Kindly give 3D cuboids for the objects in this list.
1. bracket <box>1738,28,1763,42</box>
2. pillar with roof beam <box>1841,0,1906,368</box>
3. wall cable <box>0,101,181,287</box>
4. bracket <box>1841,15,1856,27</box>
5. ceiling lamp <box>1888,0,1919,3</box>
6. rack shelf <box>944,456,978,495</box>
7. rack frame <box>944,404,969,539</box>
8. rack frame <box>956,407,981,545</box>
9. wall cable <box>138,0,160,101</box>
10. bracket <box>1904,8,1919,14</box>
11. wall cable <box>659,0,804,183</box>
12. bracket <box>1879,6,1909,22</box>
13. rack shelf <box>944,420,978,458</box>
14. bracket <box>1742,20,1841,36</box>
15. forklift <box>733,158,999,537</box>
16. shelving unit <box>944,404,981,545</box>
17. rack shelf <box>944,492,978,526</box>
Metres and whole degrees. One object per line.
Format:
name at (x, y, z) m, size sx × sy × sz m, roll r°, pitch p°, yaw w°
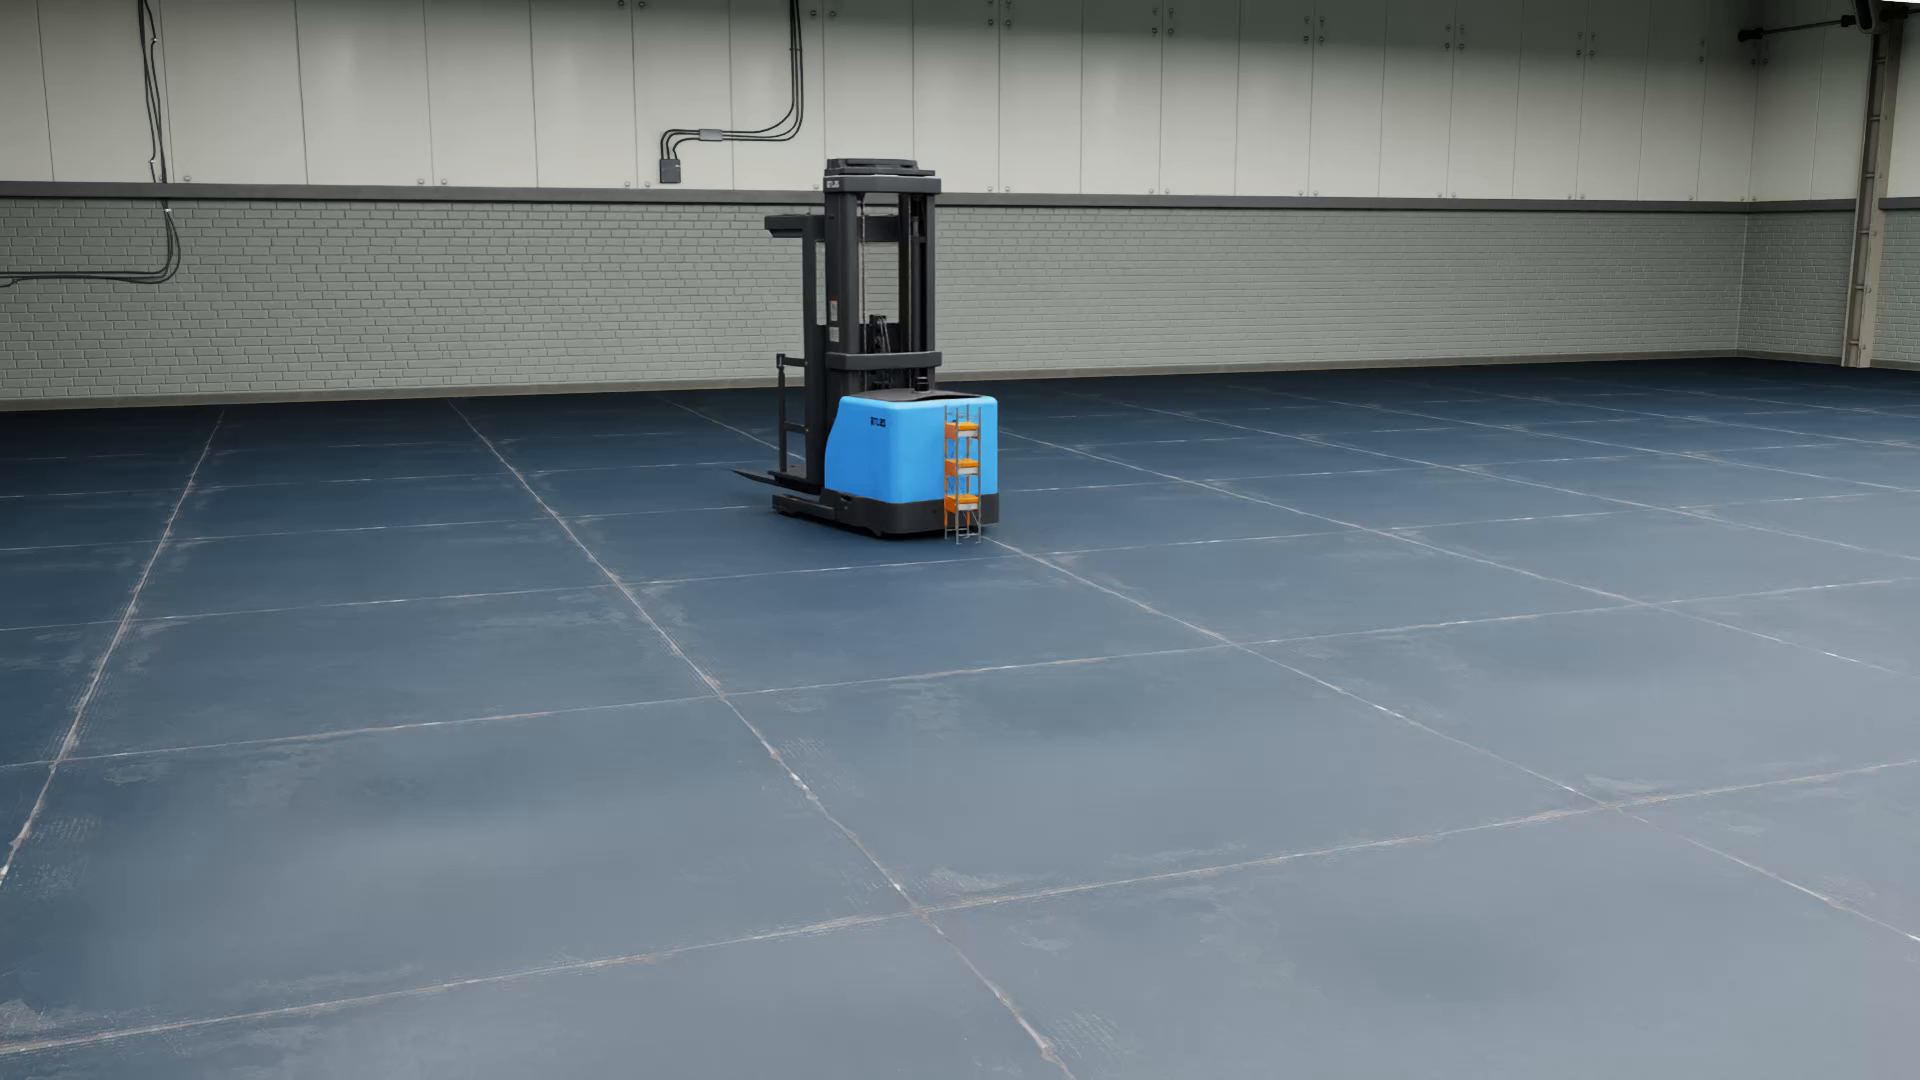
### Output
bracket at (15.478, -9.890, 32.545) m, size 0.235 × 0.232 × 0.430 m, roll -4°, pitch 11°, yaw -21°
pillar with roof beam at (12.806, -7.412, 28.895) m, size 9.100 × 9.000 × 0.548 m, roll -4°, pitch 11°, yaw -21°
wall cable at (-12.376, -4.722, 22.640) m, size 3.097 × 2.526 × 0.112 m, roll -4°, pitch 11°, yaw -21°
bracket at (16.337, -9.503, 30.370) m, size 0.235 × 0.232 × 0.430 m, roll -4°, pitch 11°, yaw -21°
ceiling lamp at (13.595, -9.634, 24.601) m, size 2.000 × 3.144 × 0.800 m, roll -4°, pitch 11°, yaw -21°
rack shelf at (0.019, -0.498, 12.781) m, size 0.215 × 0.259 × 0.240 m, roll -4°, pitch 11°, yaw -21°
rack frame at (-0.025, -0.528, 12.891) m, size 0.200 × 1.050 × 0.008 m, roll -4°, pitch 11°, yaw -21°
rack frame at (0.064, -0.488, 12.667) m, size 0.200 × 1.050 × 0.008 m, roll -4°, pitch 11°, yaw -21°
wall cable at (-9.855, -7.381, 23.163) m, size 3.097 × 2.526 × 0.112 m, roll -4°, pitch 11°, yaw -21°
bracket at (17.571, -8.947, 27.244) m, size 0.076 × 0.066 × 4.783 m, roll -4°, pitch 11°, yaw -21°
wall cable at (-3.522, -8.525, 25.443) m, size 2.305 × 6.003 × 0.169 m, roll -4°, pitch 11°, yaw -21°
bracket at (16.638, -9.367, 29.608) m, size 0.235 × 0.232 × 0.430 m, roll -4°, pitch 11°, yaw -21°
rack shelf at (0.019, -0.777, 12.731) m, size 0.215 × 0.259 × 0.240 m, roll -4°, pitch 11°, yaw -21°
bracket at (15.692, -9.793, 32.003) m, size 0.076 × 0.066 × 3.189 m, roll -4°, pitch 11°, yaw -21°
forklift at (-0.944, -1.679, 13.993) m, size 1.130 × 2.935 × 3.031 m, roll -7°, pitch 12°, yaw -34°
shelving unit at (0.019, -0.508, 12.779) m, size 0.215 × 1.050 × 0.252 m, roll -4°, pitch 11°, yaw -21°
rack shelf at (0.019, -0.224, 12.830) m, size 0.215 × 0.259 × 0.240 m, roll -4°, pitch 11°, yaw -21°
